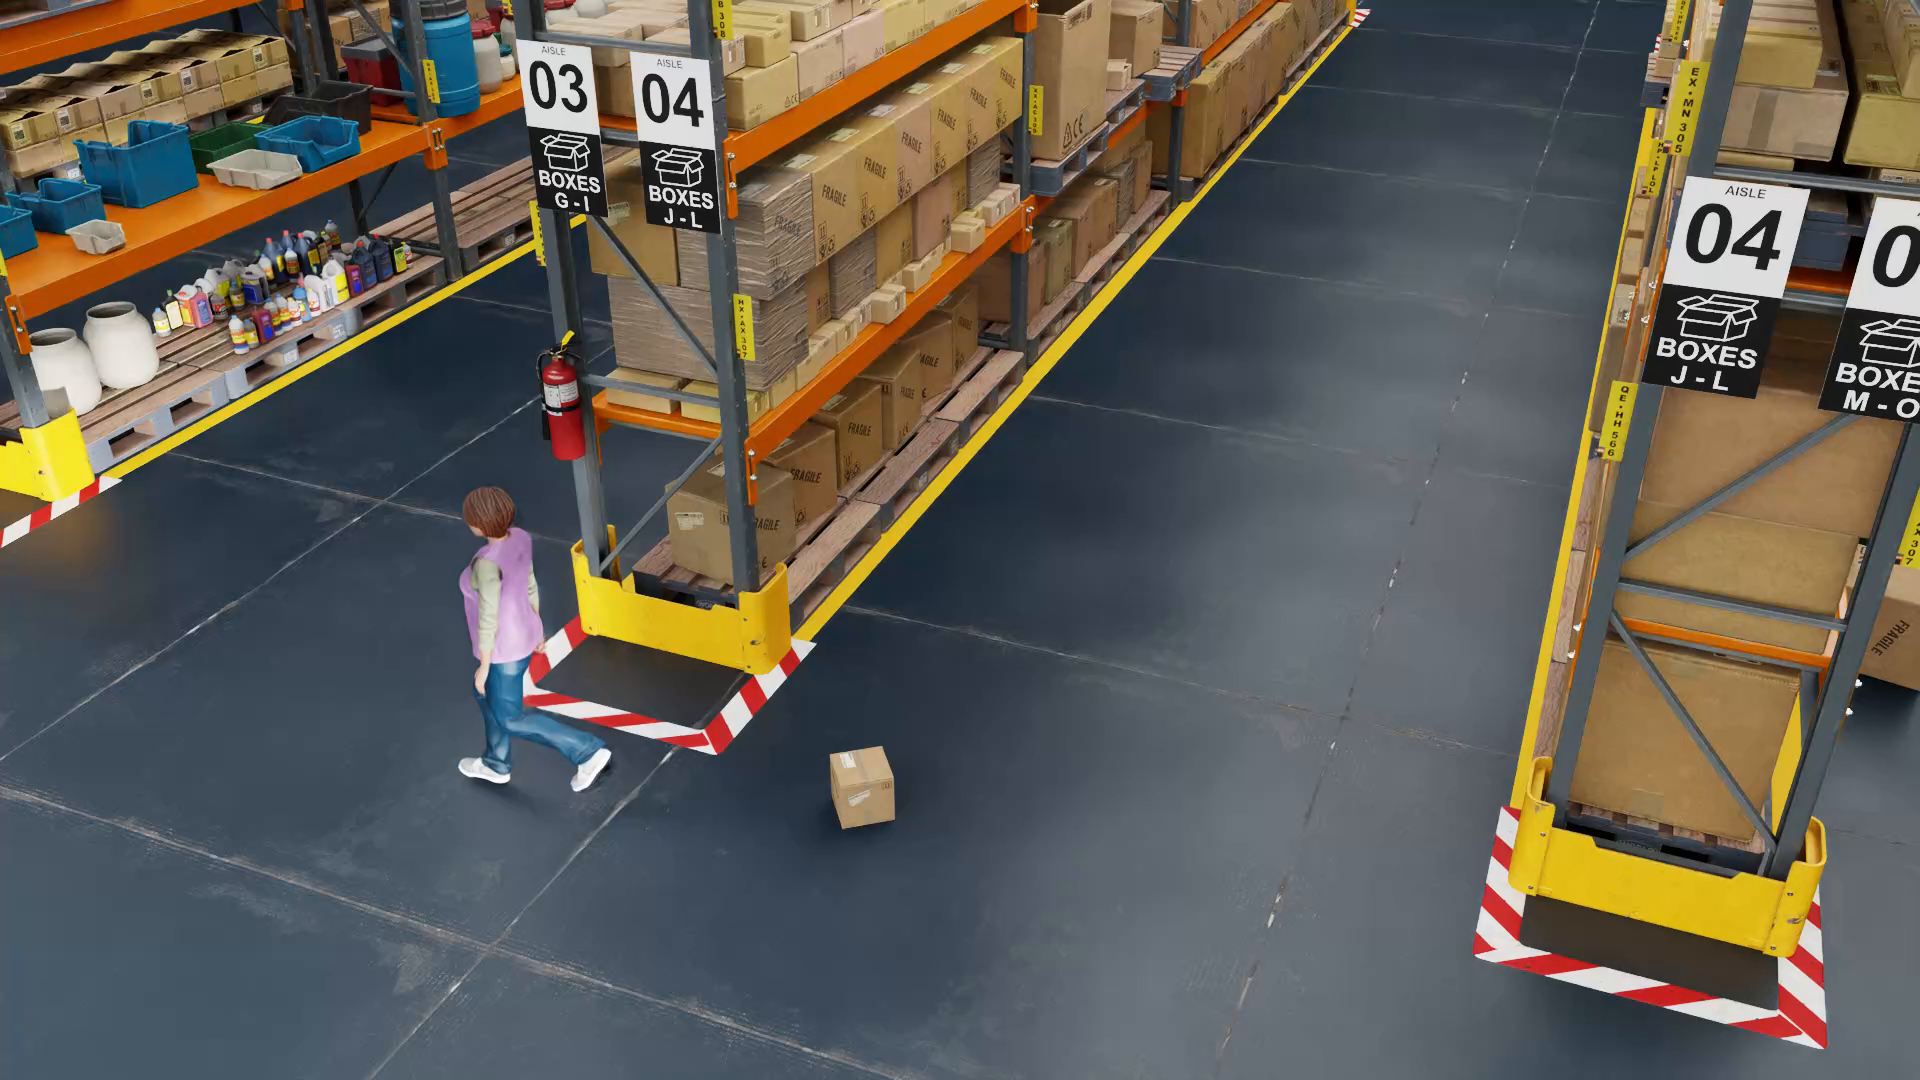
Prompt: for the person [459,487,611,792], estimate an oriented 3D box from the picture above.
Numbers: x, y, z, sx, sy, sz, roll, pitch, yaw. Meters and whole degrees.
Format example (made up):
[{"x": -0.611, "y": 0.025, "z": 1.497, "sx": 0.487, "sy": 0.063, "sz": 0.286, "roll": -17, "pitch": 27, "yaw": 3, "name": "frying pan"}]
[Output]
[{"x": -2.010, "y": 0.482, "z": 7.549, "sx": 0.814, "sy": 1.549, "sz": 0.457, "roll": 4, "pitch": 30, "yaw": 7, "name": "person"}]
